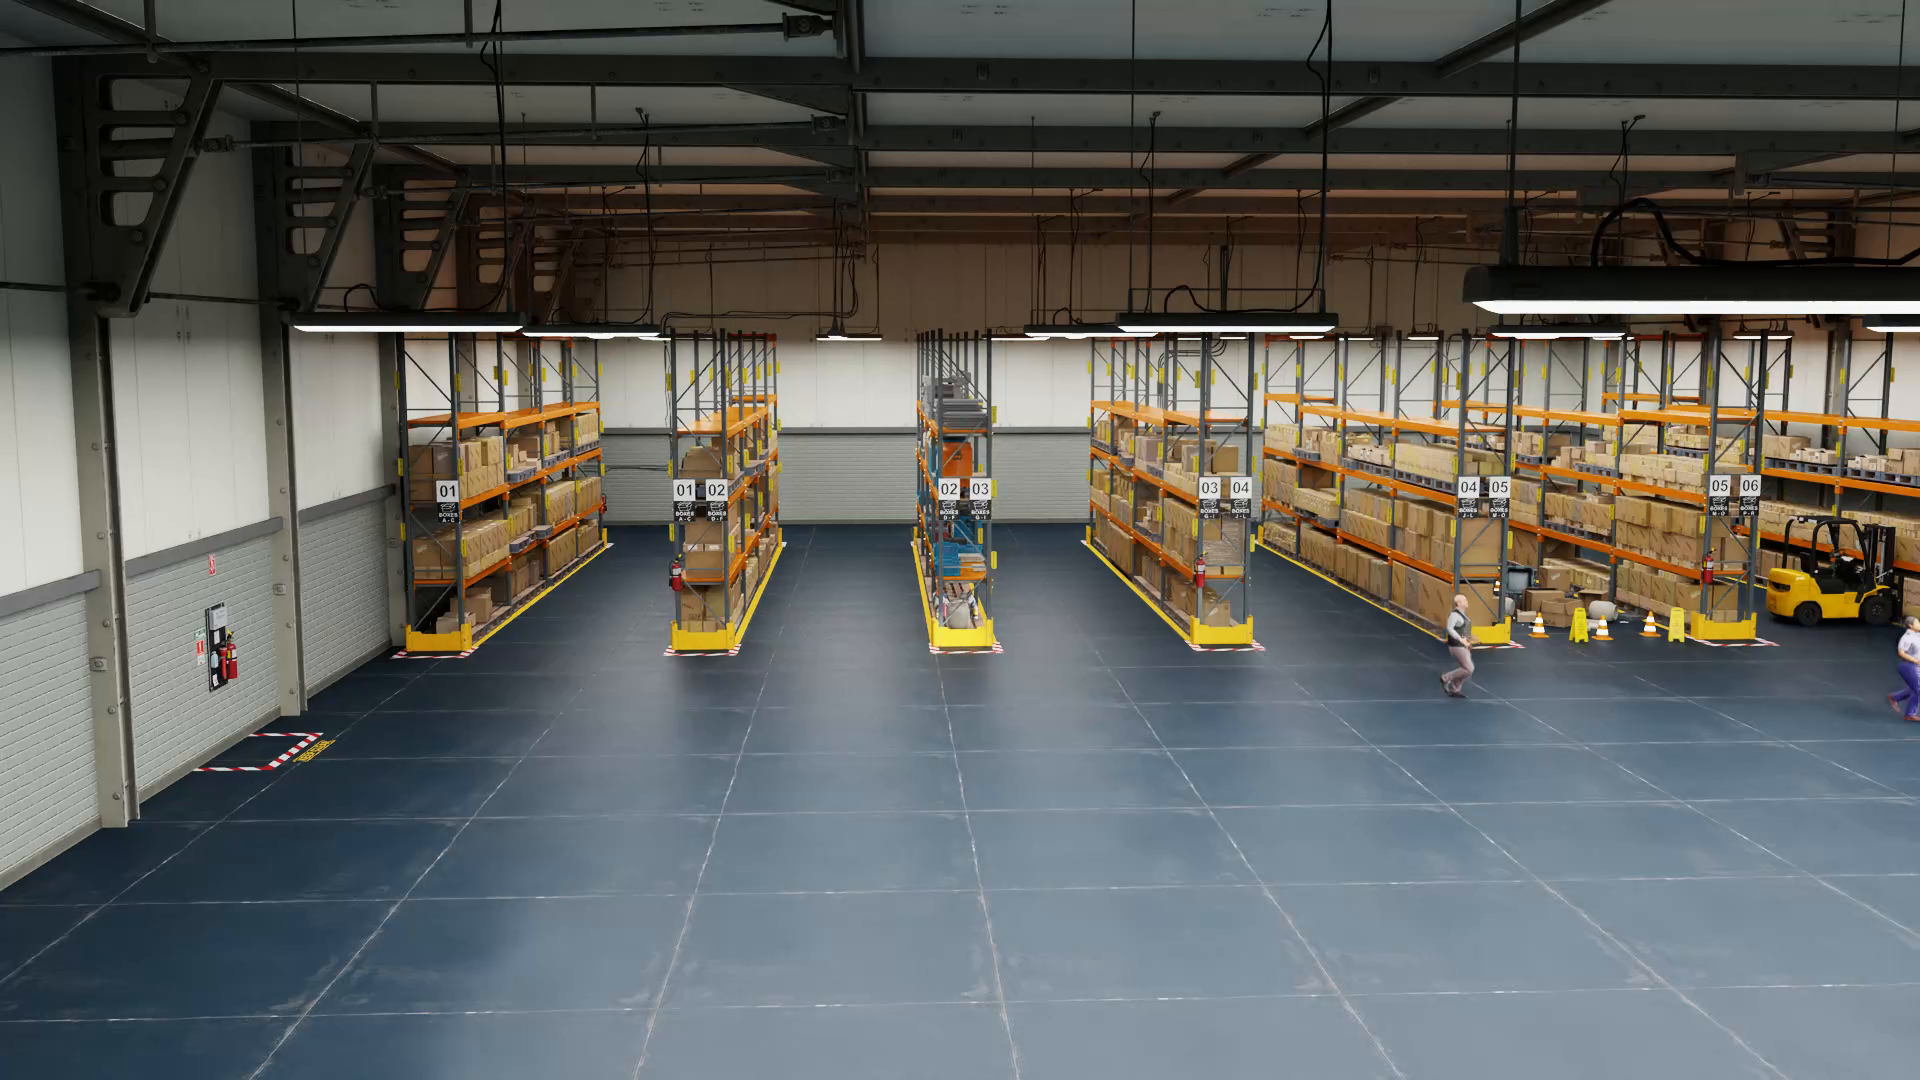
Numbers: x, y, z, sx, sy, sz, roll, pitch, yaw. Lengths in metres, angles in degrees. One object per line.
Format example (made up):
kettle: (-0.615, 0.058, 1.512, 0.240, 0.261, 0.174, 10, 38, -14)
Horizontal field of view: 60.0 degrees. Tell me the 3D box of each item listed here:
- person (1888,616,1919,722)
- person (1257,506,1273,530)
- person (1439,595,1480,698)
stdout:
person: (14.470, 1.950, 25.353, 0.579, 1.594, 0.605, 6, 9, 42)
person: (9.042, -0.850, 48.933, 0.526, 1.615, 0.578, -3, 7, -21)
person: (8.094, 1.721, 26.926, 0.577, 1.676, 0.643, 4, 8, 28)
